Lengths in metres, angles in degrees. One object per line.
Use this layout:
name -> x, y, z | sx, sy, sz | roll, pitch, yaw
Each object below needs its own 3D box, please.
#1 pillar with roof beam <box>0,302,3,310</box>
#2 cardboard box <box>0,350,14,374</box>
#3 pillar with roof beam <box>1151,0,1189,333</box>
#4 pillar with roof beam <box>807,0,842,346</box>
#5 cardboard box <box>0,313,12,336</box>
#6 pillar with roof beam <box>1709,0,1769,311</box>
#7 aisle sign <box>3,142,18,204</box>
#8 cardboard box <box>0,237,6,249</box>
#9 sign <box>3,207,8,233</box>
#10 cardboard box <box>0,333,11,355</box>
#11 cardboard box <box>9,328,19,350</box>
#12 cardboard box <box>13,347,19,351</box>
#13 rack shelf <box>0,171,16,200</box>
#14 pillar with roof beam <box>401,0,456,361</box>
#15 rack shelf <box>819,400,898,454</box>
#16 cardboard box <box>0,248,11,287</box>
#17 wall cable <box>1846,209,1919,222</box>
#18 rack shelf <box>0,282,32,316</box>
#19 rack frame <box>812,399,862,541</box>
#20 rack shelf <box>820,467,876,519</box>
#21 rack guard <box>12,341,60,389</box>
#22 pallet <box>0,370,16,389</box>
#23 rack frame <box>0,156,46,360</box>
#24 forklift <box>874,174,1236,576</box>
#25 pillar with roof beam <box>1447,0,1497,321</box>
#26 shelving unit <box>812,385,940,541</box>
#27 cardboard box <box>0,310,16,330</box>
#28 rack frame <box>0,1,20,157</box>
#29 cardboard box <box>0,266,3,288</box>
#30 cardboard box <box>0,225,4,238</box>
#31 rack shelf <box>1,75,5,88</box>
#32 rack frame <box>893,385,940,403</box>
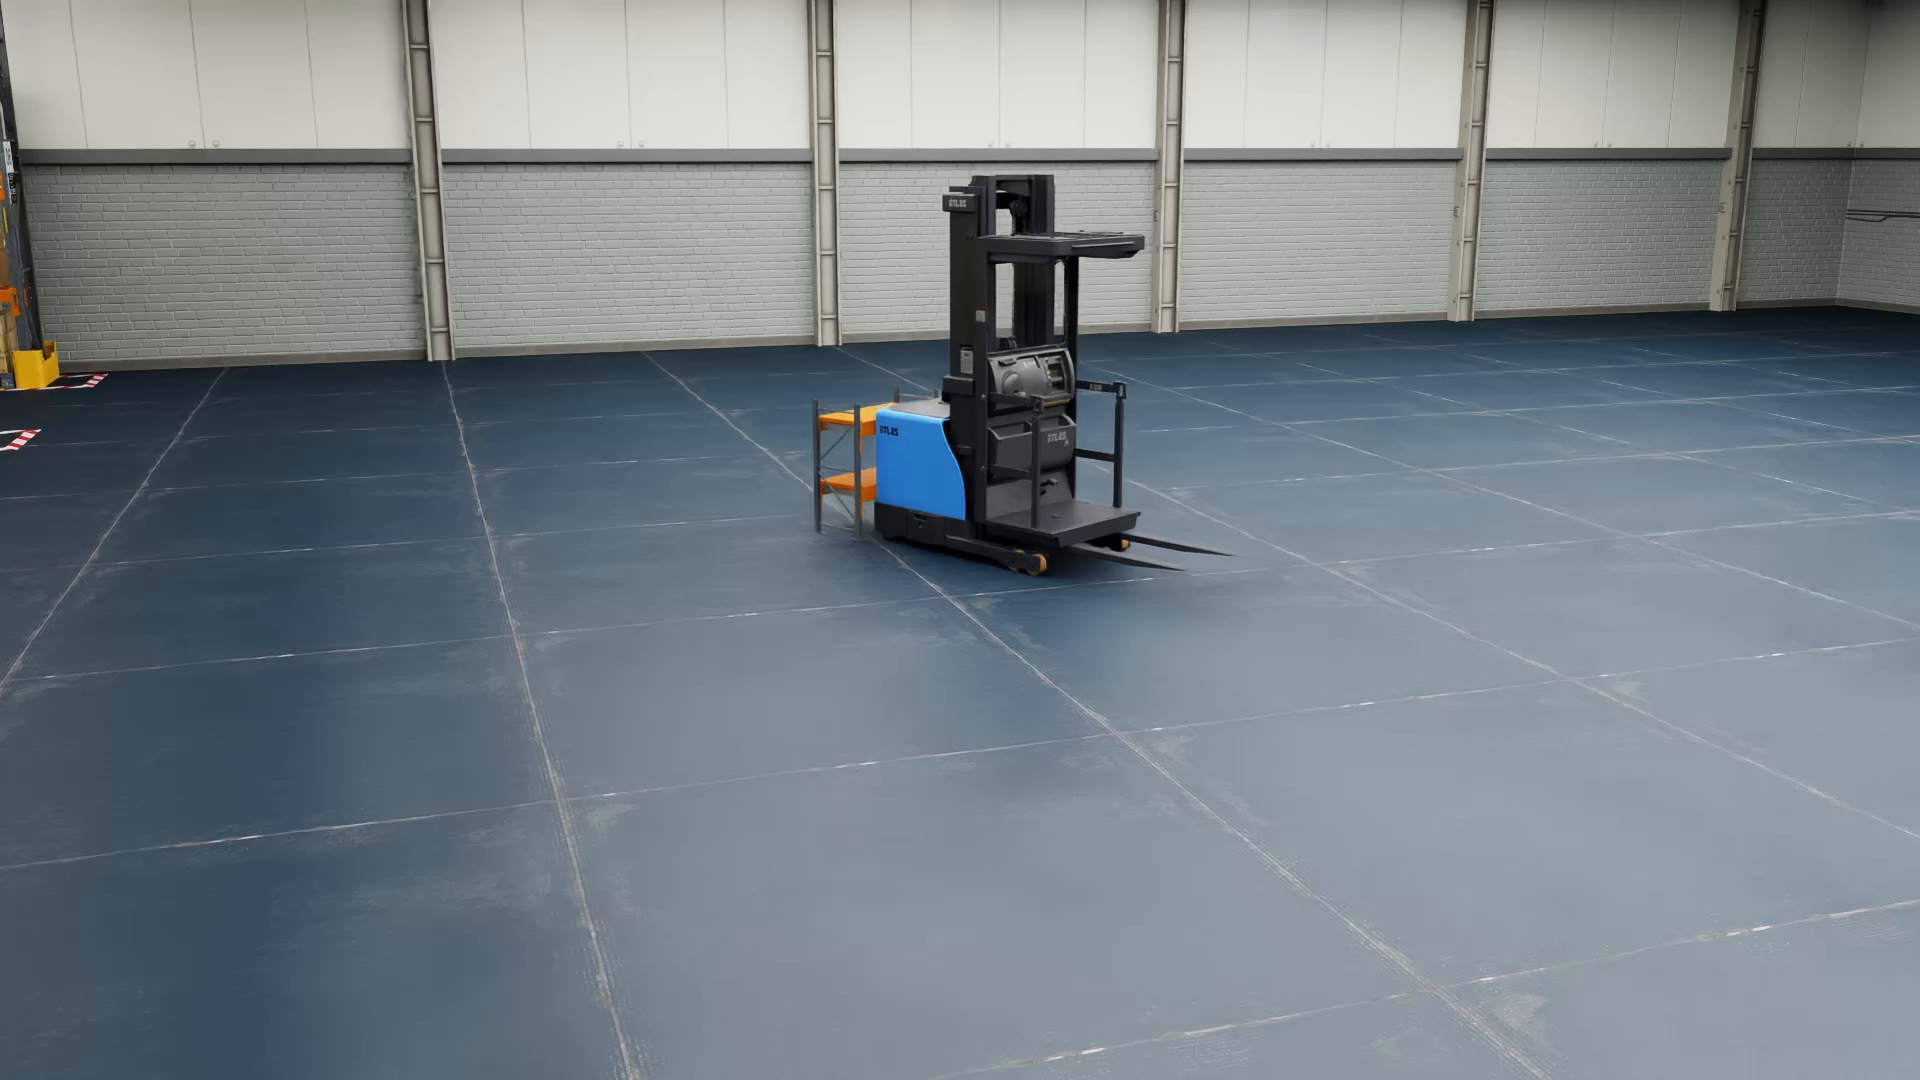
pillar with roof beam -> -12.143, -5.719, 18.239 | 0.400, 9.000, 9.100 | -4, 14, -18
cardboard box -> -12.913, -2.361, 22.120 | 0.500, 0.250, 0.500 | -4, 14, -18
pillar with roof beam -> 4.917, -7.047, 23.824 | 0.400, 9.000, 9.100 | -4, 14, -18
pillar with roof beam -> -0.770, -6.604, 21.962 | 0.400, 9.000, 9.100 | -4, 14, -18
cardboard box -> -12.906, -2.849, 22.011 | 0.500, 0.250, 0.500 | -4, 14, -16
pillar with roof beam -> 16.290, -7.933, 27.547 | 0.400, 9.000, 9.100 | -4, 14, -18
aisle sign -> -12.413, -4.803, 21.736 | 0.004, 0.787, 0.394 | -4, 14, -18
cardboard box -> -12.973, -3.994, 22.335 | 0.250, 0.149, 0.380 | -5, 14, -20
sign -> -12.409, -4.157, 21.622 | 0.005, 0.325, 0.100 | -4, 14, -18
cardboard box -> -12.930, -2.603, 22.060 | 0.500, 0.250, 0.500 | -5, 14, -19
cardboard box -> -13.081, -2.719, 22.545 | 0.500, 0.250, 0.500 | -4, 14, -17
cardboard box -> -13.097, -2.471, 22.585 | 0.500, 0.250, 0.500 | -4, 14, -18
rack shelf -> -14.464, -4.560, 21.403 | 4.000, 0.370, 1.077 | -4, 14, -18
pillar with roof beam -> -6.457, -6.162, 20.101 | 0.400, 9.000, 9.100 | -4, 14, -18
rack shelf -> -0.691, -0.955, 13.961 | 0.538, 0.278, 1.000 | 10, 17, 37
cardboard box -> -13.127, -3.671, 22.378 | 0.500, 0.500, 0.500 | -4, 14, -16
wall cable -> 18.131, -7.294, 31.571 | 0.112, 2.526, 3.097 | -4, 14, -18
rack shelf -> -14.464, -3.101, 21.750 | 4.000, 0.370, 1.077 | -4, 14, -18
rack frame -> -1.008, -0.578, 13.642 | 0.500, 1.125, 0.032 | 10, 17, 37
rack shelf -> -0.691, -0.432, 14.085 | 0.538, 0.278, 1.000 | 10, 17, 37
rack guard -> -12.546, -2.384, 22.584 | 0.348, 0.500, 1.175 | -4, 14, -18
pallet -> -13.280, -2.176, 22.334 | 1.213, 0.211, 1.003 | -4, 14, -18
rack frame -> -12.569, -3.598, 22.288 | 0.127, 3.000, 1.000 | -4, 14, -18
forklift -> 0.713, -1.293, 12.745 | 3.031, 2.935, 1.130 | 12, 18, 42
pillar with roof beam -> 10.603, -7.490, 25.686 | 0.400, 9.000, 9.100 | -4, 14, -18
shelving unit -> -0.691, -0.670, 14.028 | 0.538, 1.125, 1.048 | 10, 17, 37
cardboard box -> -13.085, -2.957, 22.467 | 0.500, 0.250, 0.500 | -5, 14, -19
rack frame -> -12.569, -6.517, 21.593 | 0.127, 3.000, 1.000 | -4, 14, -18
cardboard box -> -12.952, -3.553, 21.881 | 0.500, 0.500, 0.500 | -5, 14, -19
cardboard box -> -12.955, -4.129, 22.259 | 0.250, 0.149, 0.380 | -5, 14, -19
rack shelf -> -14.464, -5.825, 21.102 | 4.000, 0.370, 1.077 | -4, 14, -18
rack frame -> -0.373, -0.762, 14.415 | 0.500, 1.125, 0.032 | 10, 17, 37
